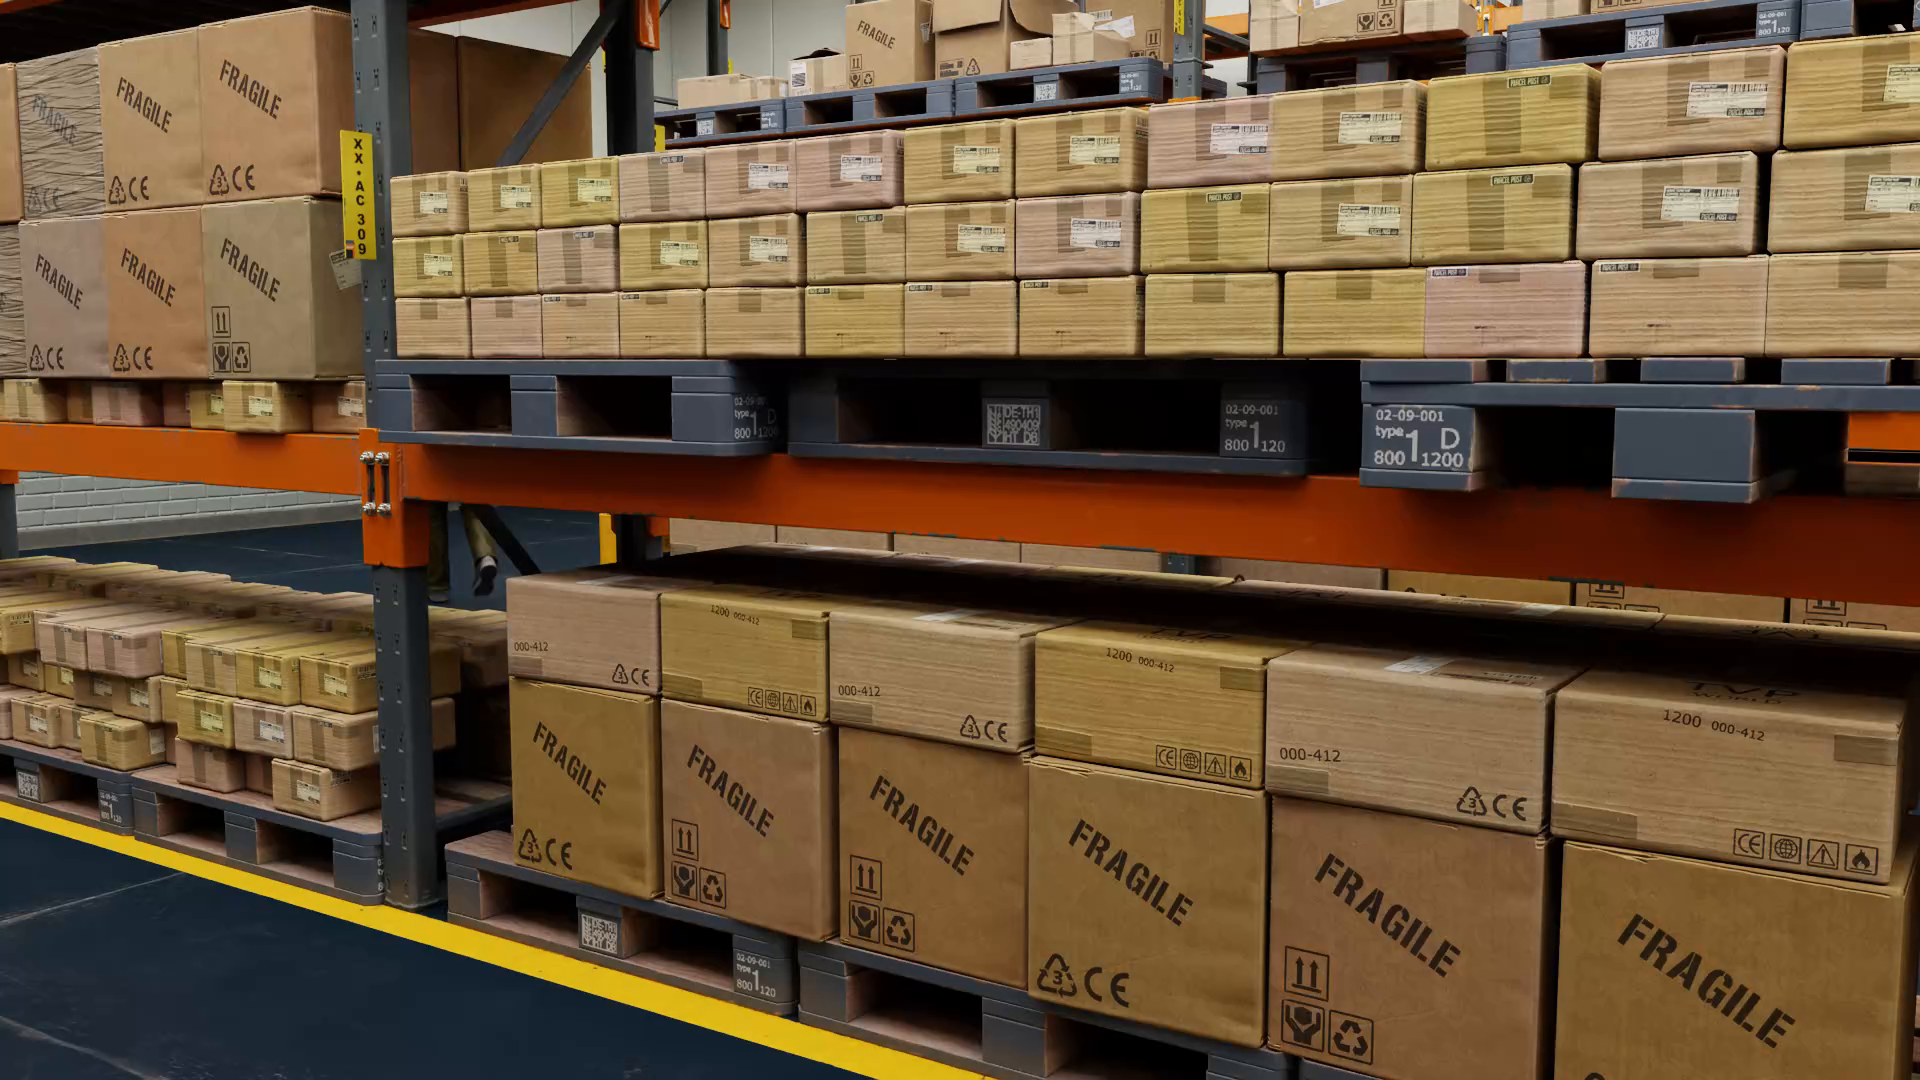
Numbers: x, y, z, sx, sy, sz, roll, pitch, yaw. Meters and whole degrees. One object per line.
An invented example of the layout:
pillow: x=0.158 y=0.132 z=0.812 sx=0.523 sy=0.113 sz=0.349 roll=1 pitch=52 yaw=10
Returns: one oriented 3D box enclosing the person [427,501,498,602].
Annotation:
person: x=-3.087 y=-0.484 z=10.207 sx=0.627 sy=1.759 sz=0.901 roll=-3 pitch=7 yaw=-29
